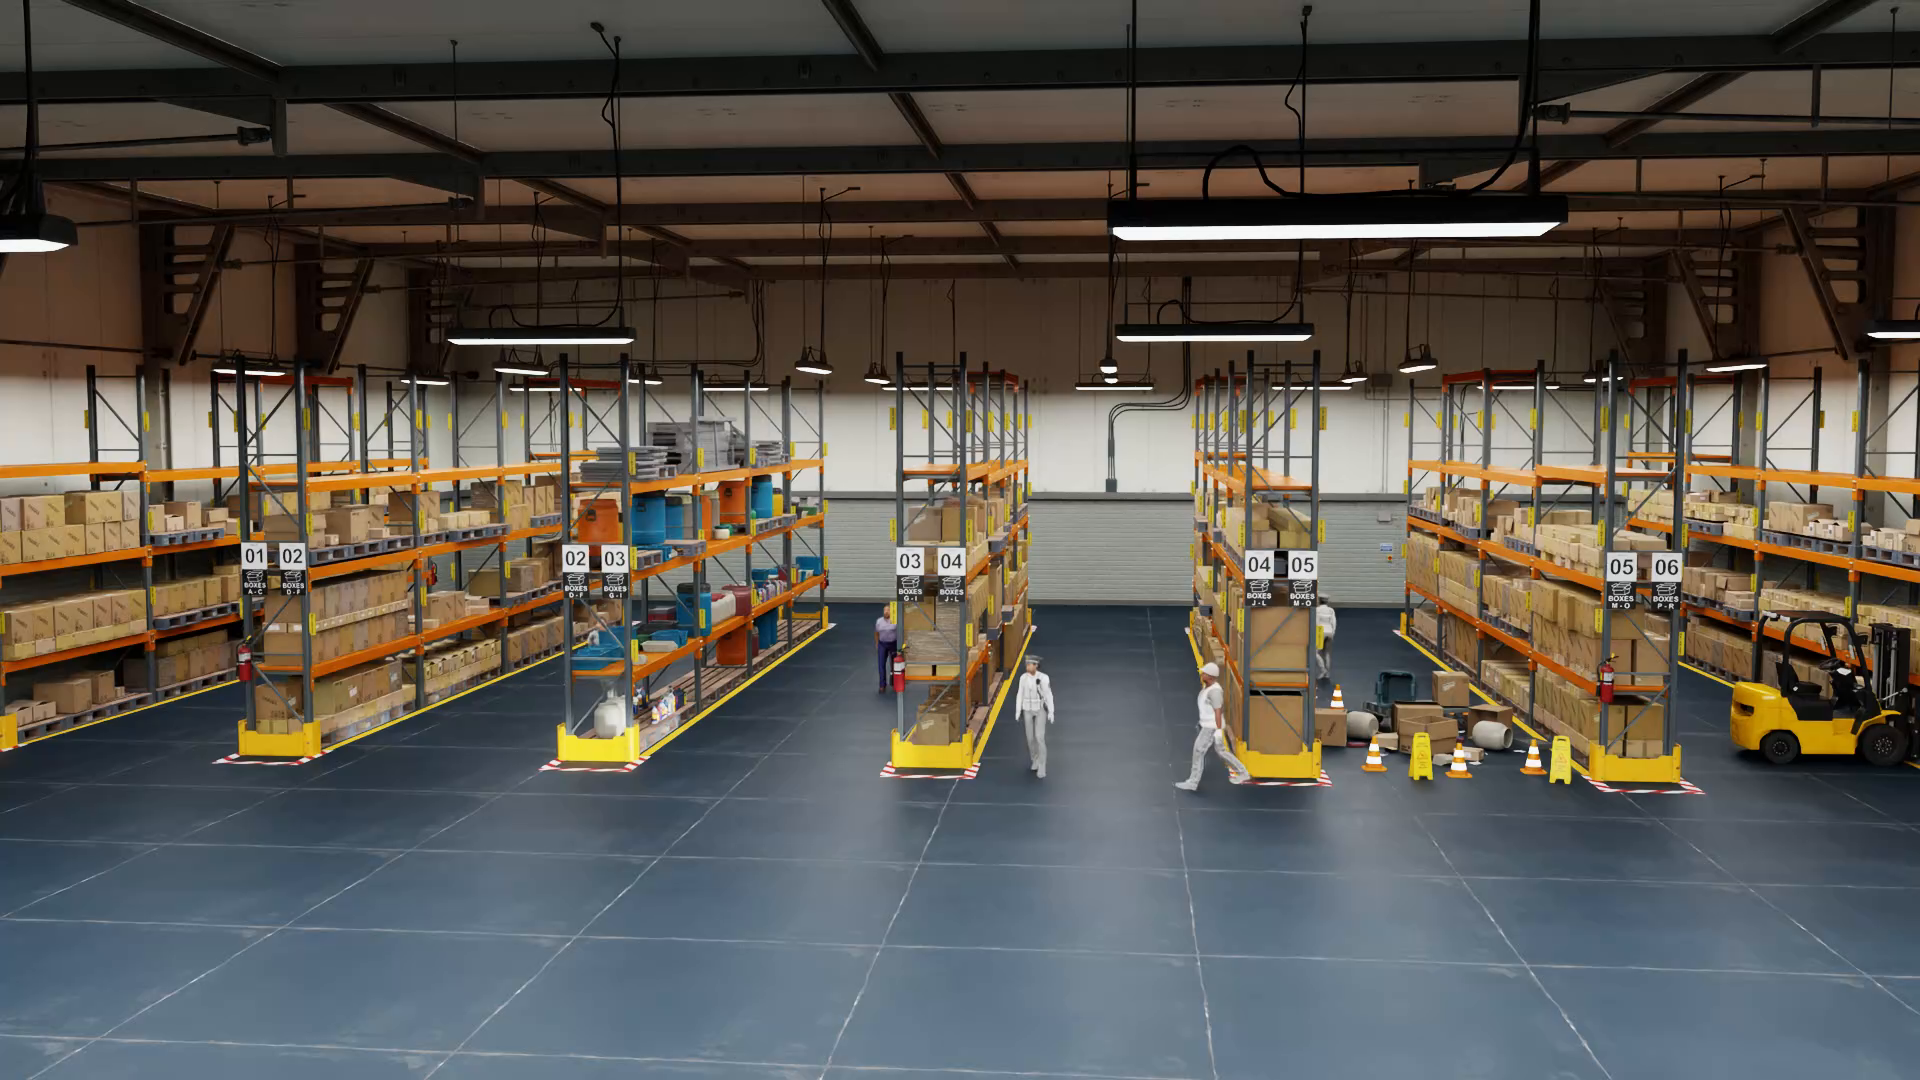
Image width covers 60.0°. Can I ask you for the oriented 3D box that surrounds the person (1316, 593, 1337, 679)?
[{"bbox_3d":[7.118,1.881,32.460,0.553,1.648,0.581,-1,4,-17],"label":"person"}]

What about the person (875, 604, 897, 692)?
[{"bbox_3d":[-1.339,1.992,30.972,0.523,1.587,1.022,0,4,3],"label":"person"}]

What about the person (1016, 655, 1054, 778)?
[{"bbox_3d":[1.046,2.486,23.746,0.589,1.690,0.616,2,5,29],"label":"person"}]

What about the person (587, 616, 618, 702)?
[{"bbox_3d":[-6.295,2.120,29.485,0.522,1.582,0.693,1,4,18],"label":"person"}]

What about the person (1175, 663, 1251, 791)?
[{"bbox_3d":[3.438,2.526,22.573,1.044,1.746,0.605,0,4,2],"label":"person"}]
